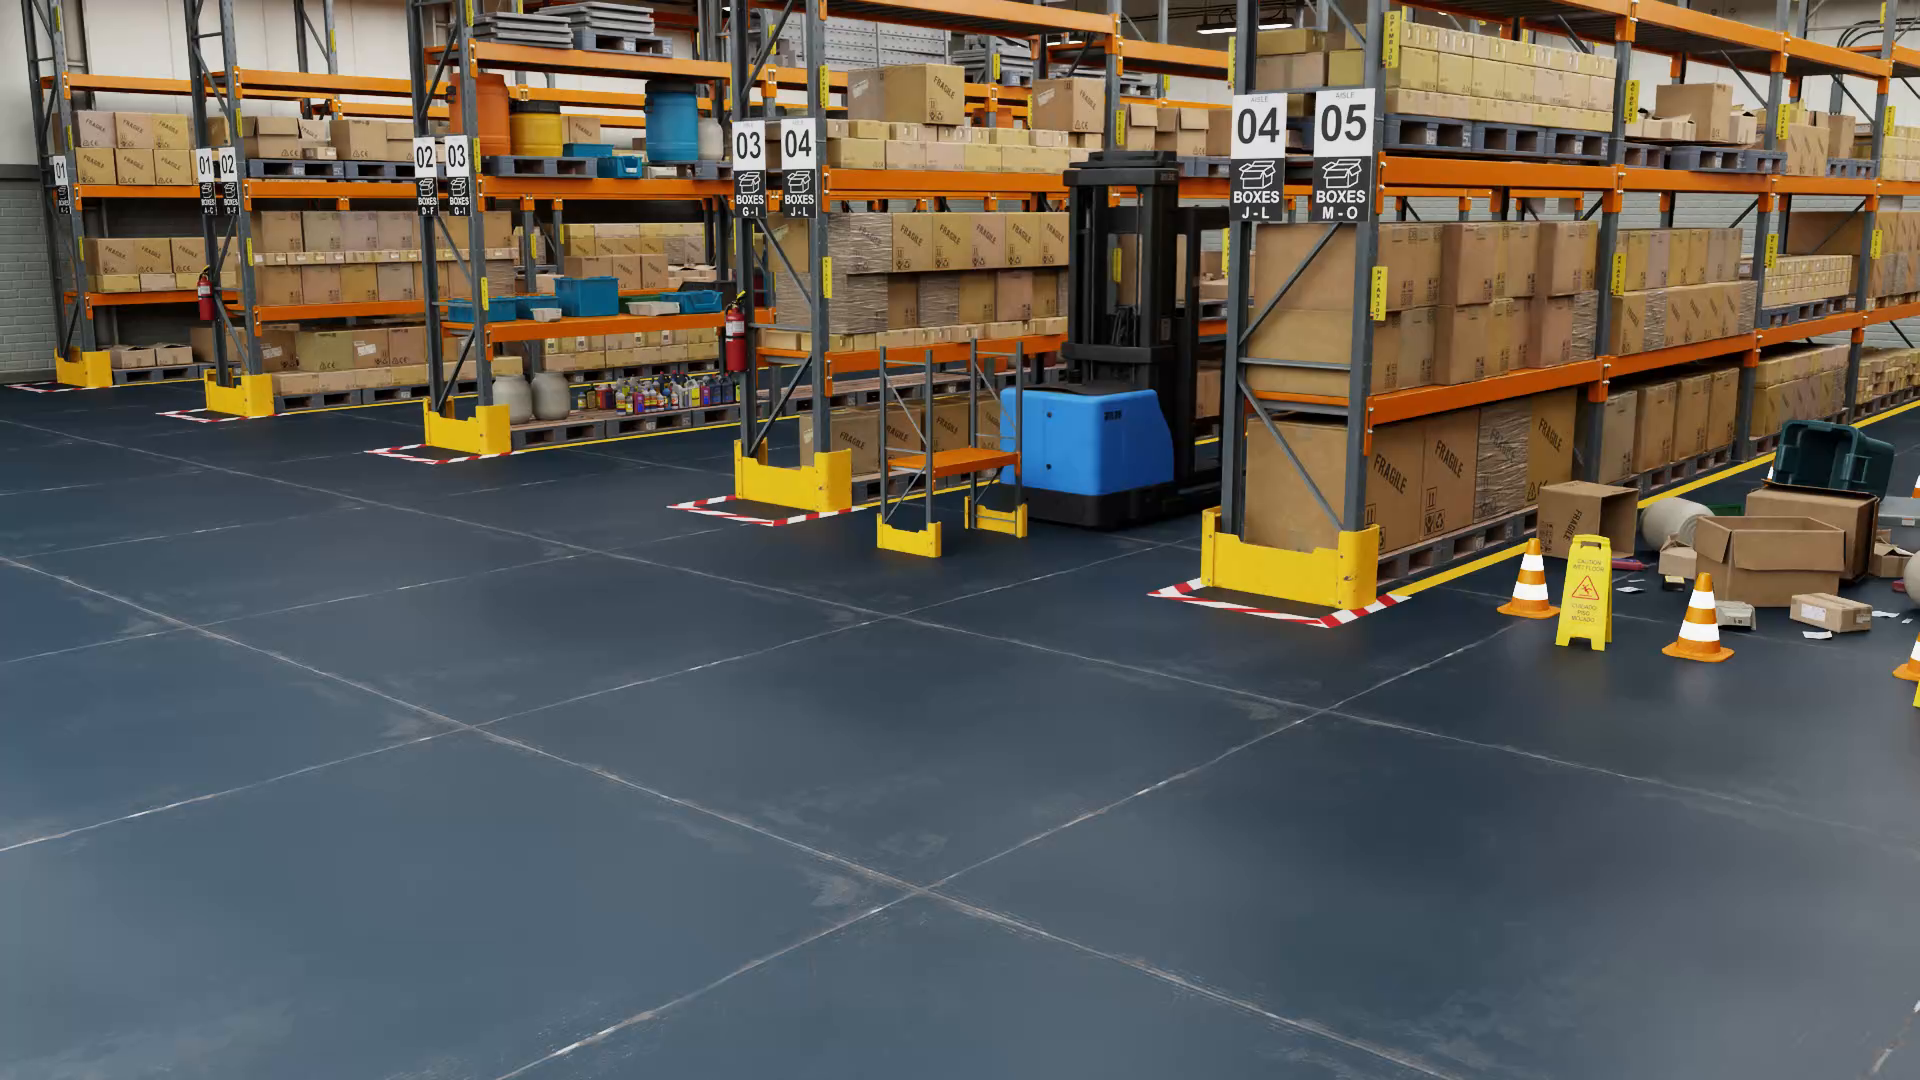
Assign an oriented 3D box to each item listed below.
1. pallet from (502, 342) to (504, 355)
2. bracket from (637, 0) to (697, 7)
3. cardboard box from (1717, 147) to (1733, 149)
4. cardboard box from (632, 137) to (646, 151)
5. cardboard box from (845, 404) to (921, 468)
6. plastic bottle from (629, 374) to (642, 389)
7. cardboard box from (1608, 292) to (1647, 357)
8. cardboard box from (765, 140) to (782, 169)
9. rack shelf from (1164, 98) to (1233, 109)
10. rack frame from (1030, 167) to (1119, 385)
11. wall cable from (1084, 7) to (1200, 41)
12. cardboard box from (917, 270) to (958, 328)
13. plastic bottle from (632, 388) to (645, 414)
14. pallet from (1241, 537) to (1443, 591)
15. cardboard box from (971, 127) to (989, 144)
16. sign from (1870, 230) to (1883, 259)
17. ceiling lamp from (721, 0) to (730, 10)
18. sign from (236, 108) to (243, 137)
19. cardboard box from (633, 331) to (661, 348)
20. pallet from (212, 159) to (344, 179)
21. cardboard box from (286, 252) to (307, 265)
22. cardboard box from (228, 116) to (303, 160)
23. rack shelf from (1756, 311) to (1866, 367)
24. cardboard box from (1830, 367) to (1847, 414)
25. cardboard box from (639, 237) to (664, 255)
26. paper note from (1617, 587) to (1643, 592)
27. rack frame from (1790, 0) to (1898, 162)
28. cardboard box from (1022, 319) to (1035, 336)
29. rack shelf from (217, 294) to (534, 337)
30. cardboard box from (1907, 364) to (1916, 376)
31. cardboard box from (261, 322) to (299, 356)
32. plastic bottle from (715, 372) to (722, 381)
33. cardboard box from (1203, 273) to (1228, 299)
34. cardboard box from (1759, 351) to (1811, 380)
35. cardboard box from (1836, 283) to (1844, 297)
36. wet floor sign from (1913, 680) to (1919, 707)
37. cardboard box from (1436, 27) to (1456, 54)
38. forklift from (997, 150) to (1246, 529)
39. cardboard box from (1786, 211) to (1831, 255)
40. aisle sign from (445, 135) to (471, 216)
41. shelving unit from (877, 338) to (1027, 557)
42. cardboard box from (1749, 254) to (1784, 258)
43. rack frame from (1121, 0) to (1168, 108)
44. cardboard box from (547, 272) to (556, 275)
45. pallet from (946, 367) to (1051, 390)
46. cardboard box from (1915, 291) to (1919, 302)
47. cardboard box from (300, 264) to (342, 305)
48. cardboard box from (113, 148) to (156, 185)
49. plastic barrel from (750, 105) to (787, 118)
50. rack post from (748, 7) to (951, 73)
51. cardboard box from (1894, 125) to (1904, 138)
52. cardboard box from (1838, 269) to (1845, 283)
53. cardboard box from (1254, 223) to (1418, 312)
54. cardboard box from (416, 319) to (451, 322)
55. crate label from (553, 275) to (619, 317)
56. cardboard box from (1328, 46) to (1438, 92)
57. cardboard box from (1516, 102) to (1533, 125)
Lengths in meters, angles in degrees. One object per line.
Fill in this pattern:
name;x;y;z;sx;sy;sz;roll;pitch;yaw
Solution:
pallet;-7.890;-3.400;29.195;1.003;0.211;1.213;10;15;40
bracket;-6.640;-9.904;30.133;0.076;0.066;4.783;10;15;40
cardboard box;7.634;-3.942;16.874;0.500;0.500;0.500;10;15;40
cardboard box;-5.766;-7.379;31.043;0.500;0.250;0.500;9;15;39
cardboard box;-0.698;-0.946;15.100;0.500;0.500;0.500;-7;13;-33
plastic bottle;-3.822;-1.774;19.575;0.144;0.351;0.185;10;15;40
cardboard box;5.357;-1.808;13.849;0.500;0.500;0.500;10;15;41
cardboard box;-1.365;-3.285;14.225;0.500;0.250;0.500;10;15;42
rack shelf;4.029;-6.877;27.025;1.077;0.370;4.000;10;15;40
rack frame;1.148;-2.372;16.931;1.000;3.000;0.127;10;15;40
wall cable;3.942;-10.391;36.795;3.097;2.526;0.112;10;15;40
cardboard box;-0.506;-2.213;15.119;0.875;0.500;0.500;10;15;40
plastic bottle;-3.618;-1.565;18.702;0.061;0.283;0.133;10;15;41
pallet;2.636;0.112;11.612;1.003;0.211;1.213;10;15;40
cardboard box;0.041;-3.657;15.071;0.380;0.149;0.250;9;14;38
sign;10.508;-3.390;19.069;0.100;0.325;0.005;10;15;40
ceiling lamp;-3.176;-10.790;28.853;0.800;3.185;2.000;10;15;40
sign;-8.518;-4.931;19.649;0.100;0.325;0.005;10;15;40
cardboard box;-4.817;-3.041;24.796;0.500;0.311;0.500;10;15;42
pallet;-8.445;-4.594;20.619;1.003;0.211;1.213;10;15;40
cardboard box;-8.338;-3.502;20.672;0.380;0.149;0.250;9;15;39
cardboard box;-8.548;-4.945;20.462;0.637;0.503;0.797;-11;16;-44
rack shelf;8.768;-2.246;18.136;1.077;0.370;4.000;10;15;40
cardboard box;9.789;-1.732;19.034;0.500;0.500;0.500;9;15;39
cardboard box;-5.842;-5.352;30.781;0.500;0.500;0.500;10;15;42
paper note;4.450;0.324;11.016;0.142;0.017;0.144;-6;13;-28
rack frame;10.088;-5.835;18.951;1.000;3.000;0.127;10;15;40
cardboard box;0.500;-2.044;15.929;0.380;0.149;0.250;10;15;40
rack shelf;-7.611;-3.007;21.944;1.077;0.370;4.000;10;15;40
cardboard box;12.253;-2.244;21.737;0.380;0.149;0.250;9;14;38
cardboard box;-10.669;-3.126;25.962;0.500;0.500;0.500;8;14;36
plastic bottle;-2.889;-1.816;19.786;0.144;0.351;0.185;10;15;40
cardboard box;2.891;-2.821;18.446;0.396;0.266;0.258;9;15;39
cardboard box;8.756;-1.869;17.804;0.500;0.250;0.500;10;15;41
cardboard box;9.804;-2.854;18.910;0.380;0.149;0.250;10;15;41
wet floor sign;5.023;0.541;8.353;0.232;0.644;0.267;-6;13;-28
cardboard box;2.961;-3.204;10.714;0.380;0.149;0.250;10;15;40
forklift;1.669;-1.750;13.990;1.130;2.935;3.031;10;15;41
cardboard box;10.196;-3.683;19.923;0.500;0.500;0.500;9;14;38
aisle sign;-5.040;-3.651;16.693;0.394;0.787;0.004;10;15;40
shelving unit;-0.050;-0.724;12.508;0.587;1.500;1.083;10;15;40
cardboard box;9.303;-3.227;19.262;0.380;0.149;0.250;10;15;42
rack frame;2.709;-7.132;25.443;1.000;3.000;0.127;10;15;40
cardboard box;-5.848;-3.741;24.126;0.396;0.266;0.258;9;15;39
pallet;0.557;-2.355;23.965;1.003;0.211;1.213;10;15;40
cardboard box;12.228;-3.163;21.530;0.380;0.149;0.250;10;15;42
cardboard box;-8.270;-3.259;21.116;0.700;0.500;0.500;10;15;42
cardboard box;-11.865;-5.326;23.755;0.500;0.500;0.500;-11;16;-44
plastic barrel;-2.399;-4.832;20.309;0.600;0.901;0.708;10;15;40
rack post;-1.337;-6.354;21.036;1.013;1.000;3.121;10;15;40
cardboard box;10.996;-4.855;19.792;0.380;0.149;0.250;9;15;39
cardboard box;9.801;-2.999;18.877;0.380;0.149;0.250;10;15;41
cardboard box;2.441;-1.780;10.827;0.875;0.550;0.550;10;15;40
cardboard box;-7.156;-2.777;22.989;0.500;0.500;0.500;10;15;40
crate label;-4.201;-2.747;18.718;0.502;0.435;0.616;10;15;40
cardboard box;2.678;-2.964;10.530;0.500;0.250;0.500;10;15;40
cardboard box;3.800;-2.999;11.726;0.380;0.149;0.250;10;15;40
